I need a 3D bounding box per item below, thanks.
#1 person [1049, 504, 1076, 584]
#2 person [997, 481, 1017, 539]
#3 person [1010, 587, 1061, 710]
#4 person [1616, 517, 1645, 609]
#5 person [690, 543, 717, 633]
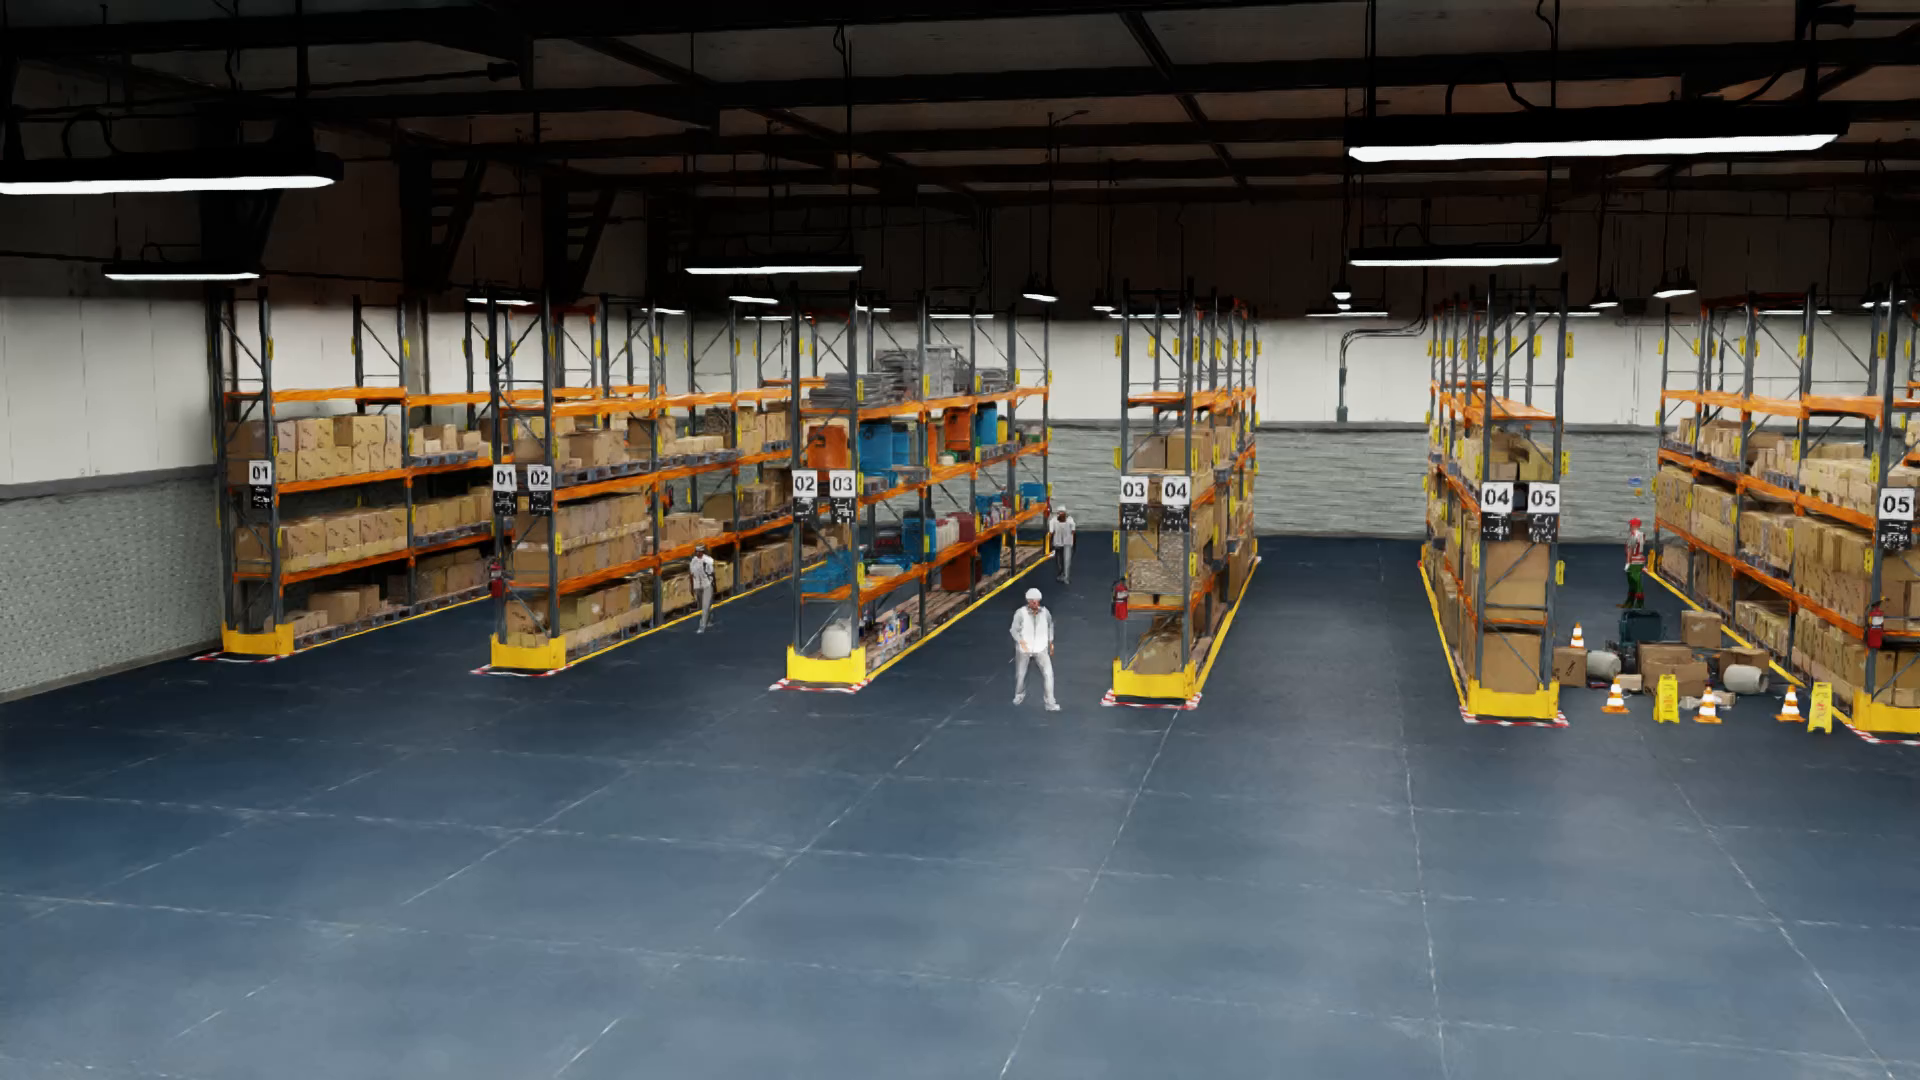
[{"bbox_3d":[2.173,0.070,35.506,0.583,1.686,1.111,1,7,12],"label":"person"},{"bbox_3d":[1.175,-0.715,42.756,0.502,1.609,0.916,4,8,30],"label":"person"},{"bbox_3d":[1.024,1.488,23.180,0.687,1.709,0.832,-1,7,-5],"label":"person"},{"bbox_3d":[12.862,0.450,31.817,0.583,1.786,0.658,5,8,35],"label":"person"},{"bbox_3d":[-4.571,0.816,29.481,0.456,1.587,1.088,2,7,15],"label":"person"}]
